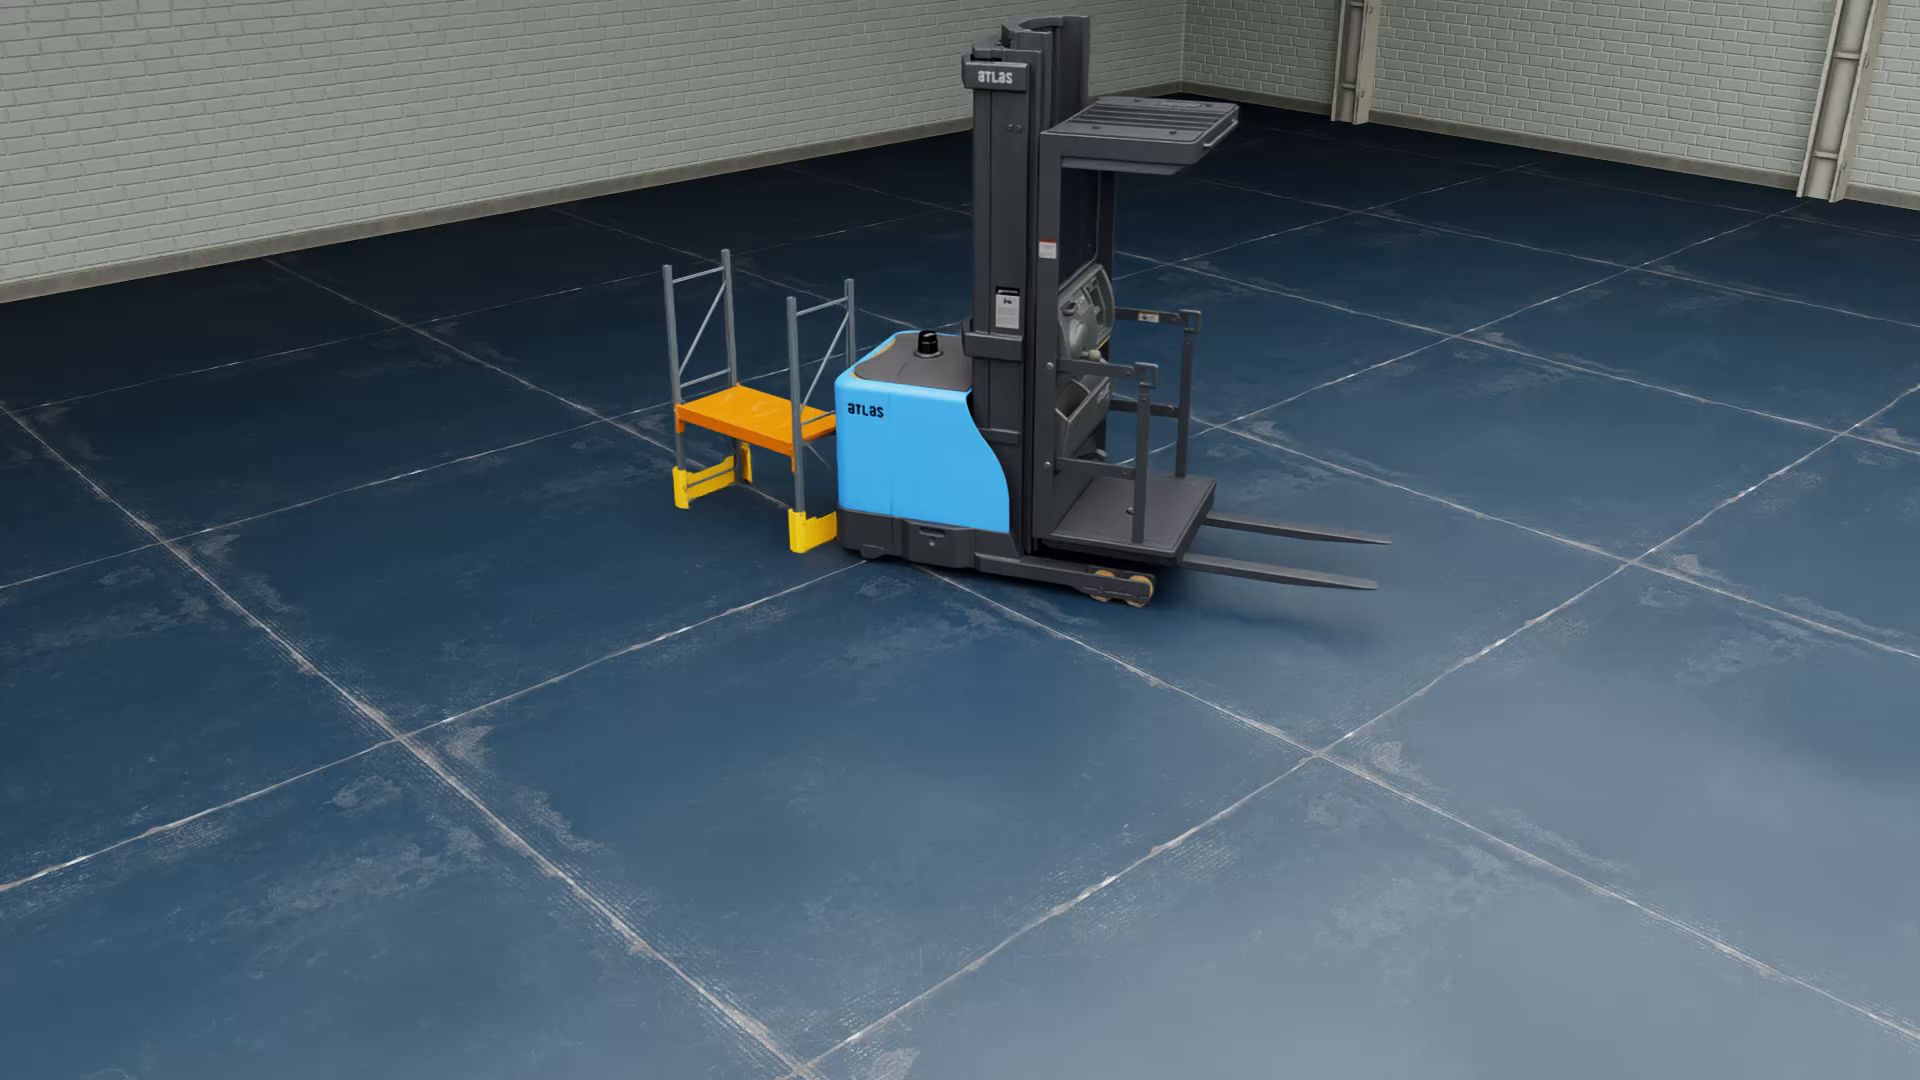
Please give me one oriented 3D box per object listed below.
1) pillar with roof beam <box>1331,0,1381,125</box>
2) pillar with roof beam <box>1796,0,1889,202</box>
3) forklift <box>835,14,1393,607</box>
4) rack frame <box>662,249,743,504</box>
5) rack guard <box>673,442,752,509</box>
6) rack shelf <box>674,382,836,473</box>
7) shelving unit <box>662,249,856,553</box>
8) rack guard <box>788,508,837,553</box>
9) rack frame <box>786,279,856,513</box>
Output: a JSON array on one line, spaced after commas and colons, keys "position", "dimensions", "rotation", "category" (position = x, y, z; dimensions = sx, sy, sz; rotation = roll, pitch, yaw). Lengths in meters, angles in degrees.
[{"position": [1.962, -8.359, 17.232], "dimensions": [9.100, 9.000, 0.400], "rotation": [-21, 32, -38], "category": "pillar with roof beam"}, {"position": [6.063, -6.541, 13.247], "dimensions": [9.100, 9.000, 0.400], "rotation": [-21, 32, -38], "category": "pillar with roof beam"}, {"position": [0.866, -1.223, 8.899], "dimensions": [3.031, 2.935, 1.130], "rotation": [9, 26, 18], "category": "forklift"}, {"position": [-1.550, -0.978, 10.087], "dimensions": [0.032, 1.500, 0.500], "rotation": [19, 31, 36], "category": "rack frame"}, {"position": [-1.535, -0.404, 10.335], "dimensions": [0.087, 0.250, 0.587], "rotation": [19, 31, 36], "category": "rack guard"}, {"position": [-1.160, -0.679, 9.865], "dimensions": [1.000, 0.185, 0.538], "rotation": [19, 31, 36], "category": "rack shelf"}, {"position": [-1.153, -0.840, 9.785], "dimensions": [1.083, 1.500, 0.587], "rotation": [19, 31, 36], "category": "shelving unit"}, {"position": [-0.771, -0.139, 9.754], "dimensions": [0.087, 0.250, 0.587], "rotation": [19, 31, 36], "category": "rack guard"}, {"position": [-0.770, -0.707, 9.493], "dimensions": [0.032, 1.500, 0.500], "rotation": [19, 31, 36], "category": "rack frame"}]
